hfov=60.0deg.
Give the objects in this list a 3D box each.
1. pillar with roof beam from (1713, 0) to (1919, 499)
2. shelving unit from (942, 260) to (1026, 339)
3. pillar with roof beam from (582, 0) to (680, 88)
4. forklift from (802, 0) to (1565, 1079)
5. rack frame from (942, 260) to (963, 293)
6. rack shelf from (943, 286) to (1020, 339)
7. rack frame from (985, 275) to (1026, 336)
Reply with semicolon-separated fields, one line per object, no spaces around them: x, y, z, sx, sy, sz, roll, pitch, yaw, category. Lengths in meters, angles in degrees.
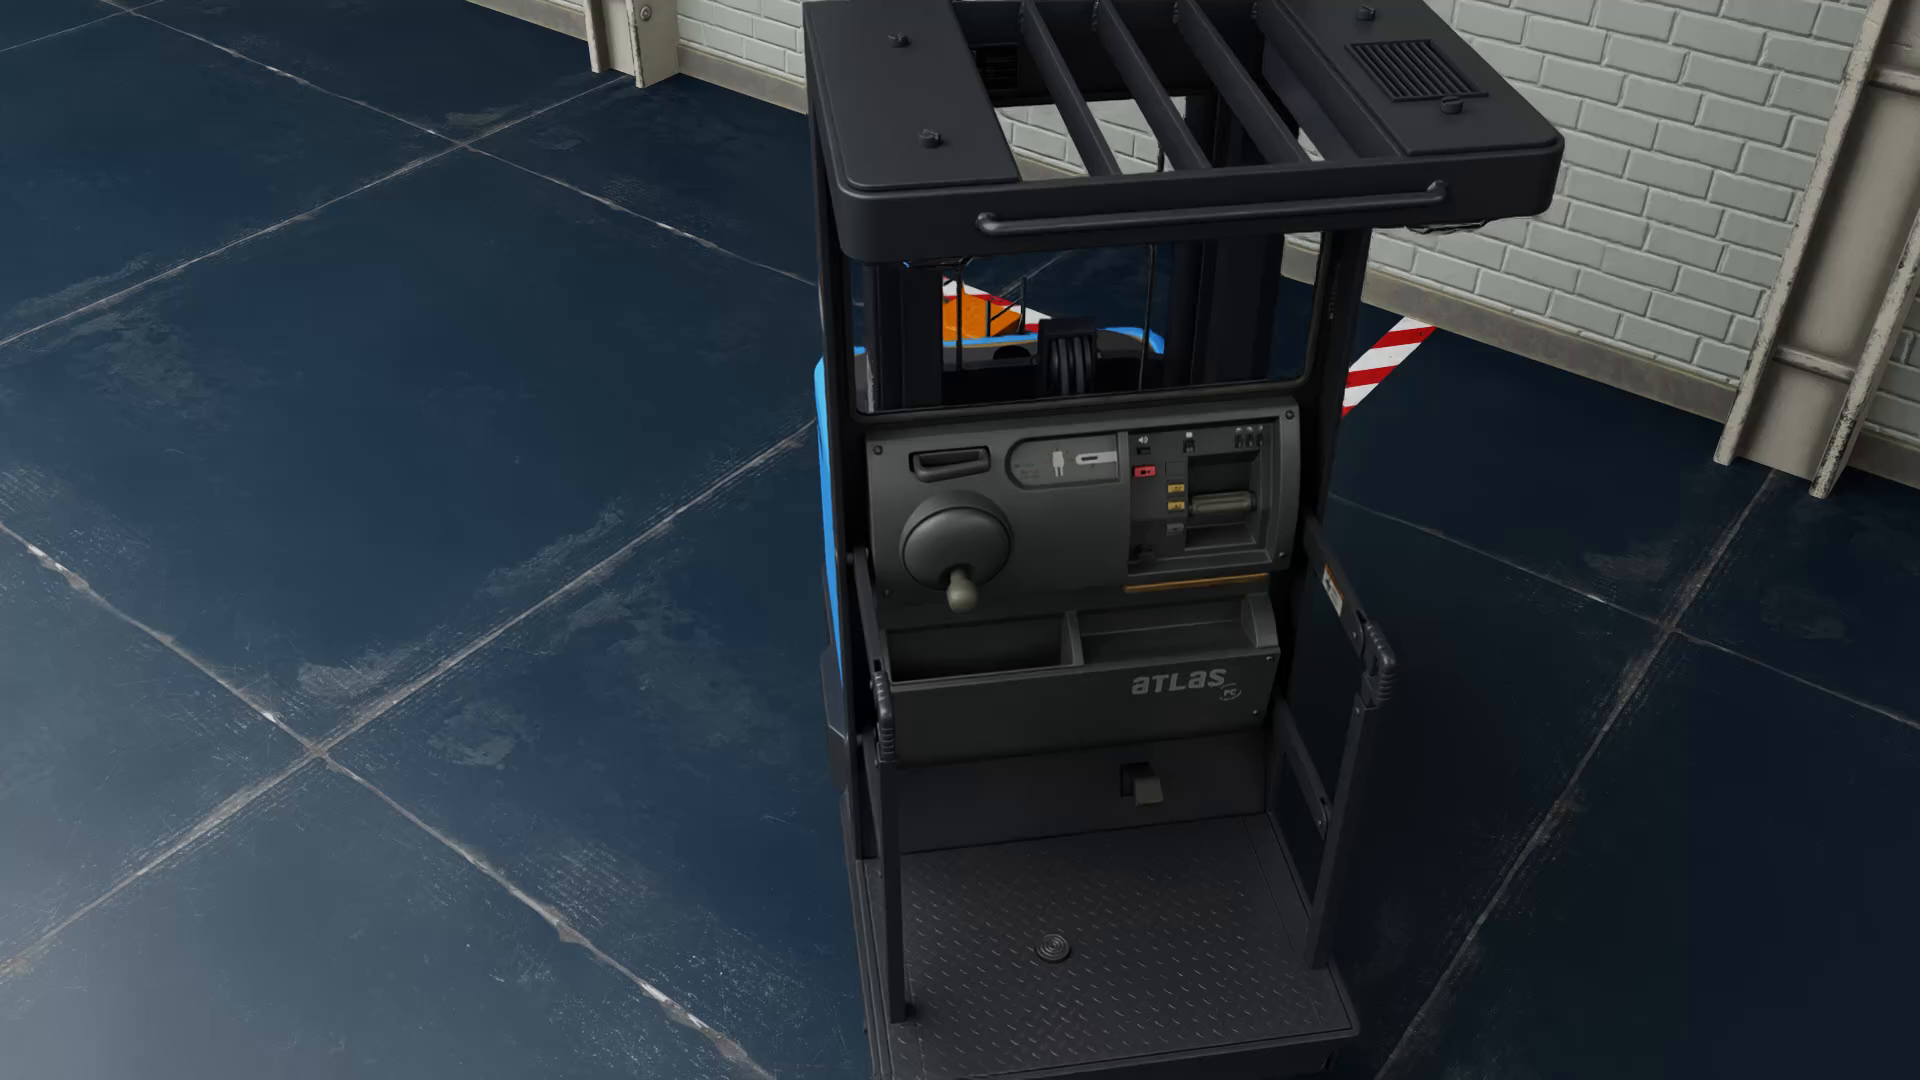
0.407;-1.729;0.658;0.400;9.000;9.100;25;45;29;pillar with roof beam
0.043;-0.393;5.401;0.252;1.050;0.215;25;45;29;shelving unit
-4.359;-3.976;3.529;0.400;9.000;9.100;25;45;29;pillar with roof beam
0.303;0.000;3.372;1.130;2.935;3.031;-5;38;-7;forklift
-0.054;-0.439;5.459;0.008;1.050;0.200;25;45;29;rack frame
0.043;-0.608;5.232;0.240;0.259;0.215;25;45;29;rack shelf
0.139;-0.348;5.342;0.008;1.050;0.200;25;45;29;rack frame
